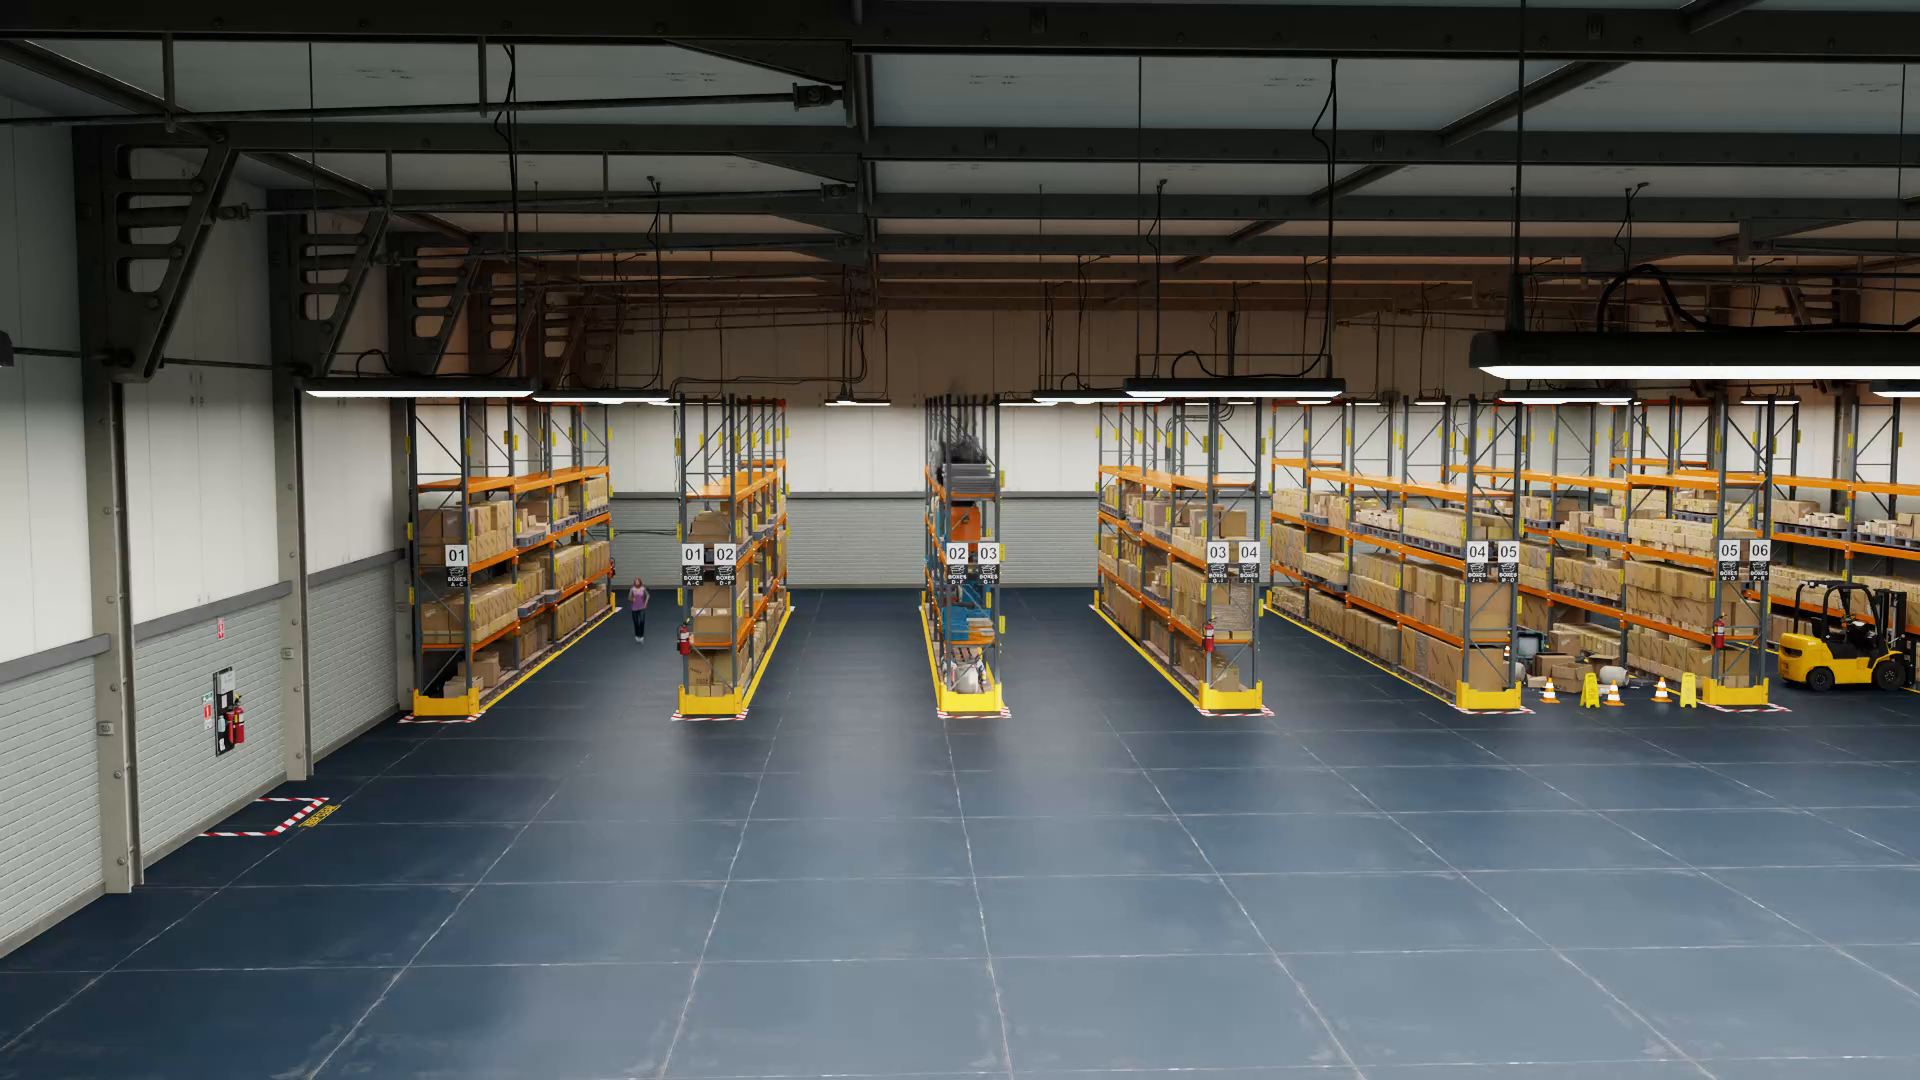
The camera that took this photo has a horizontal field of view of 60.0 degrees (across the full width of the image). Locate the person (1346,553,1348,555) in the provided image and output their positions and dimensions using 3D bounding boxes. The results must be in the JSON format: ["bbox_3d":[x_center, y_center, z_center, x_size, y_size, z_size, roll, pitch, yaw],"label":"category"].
[{"bbox_3d":[11.057,1.162,47.574,0.590,1.633,0.514,-2,5,-24],"label":"person"}]

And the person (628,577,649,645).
[{"bbox_3d":[-7.834,1.774,40.518,0.514,1.537,0.653,-1,5,-8],"label":"person"}]

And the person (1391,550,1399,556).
[{"bbox_3d":[12.827,0.996,49.087,0.955,1.667,0.567,-1,5,-10],"label":"person"}]
